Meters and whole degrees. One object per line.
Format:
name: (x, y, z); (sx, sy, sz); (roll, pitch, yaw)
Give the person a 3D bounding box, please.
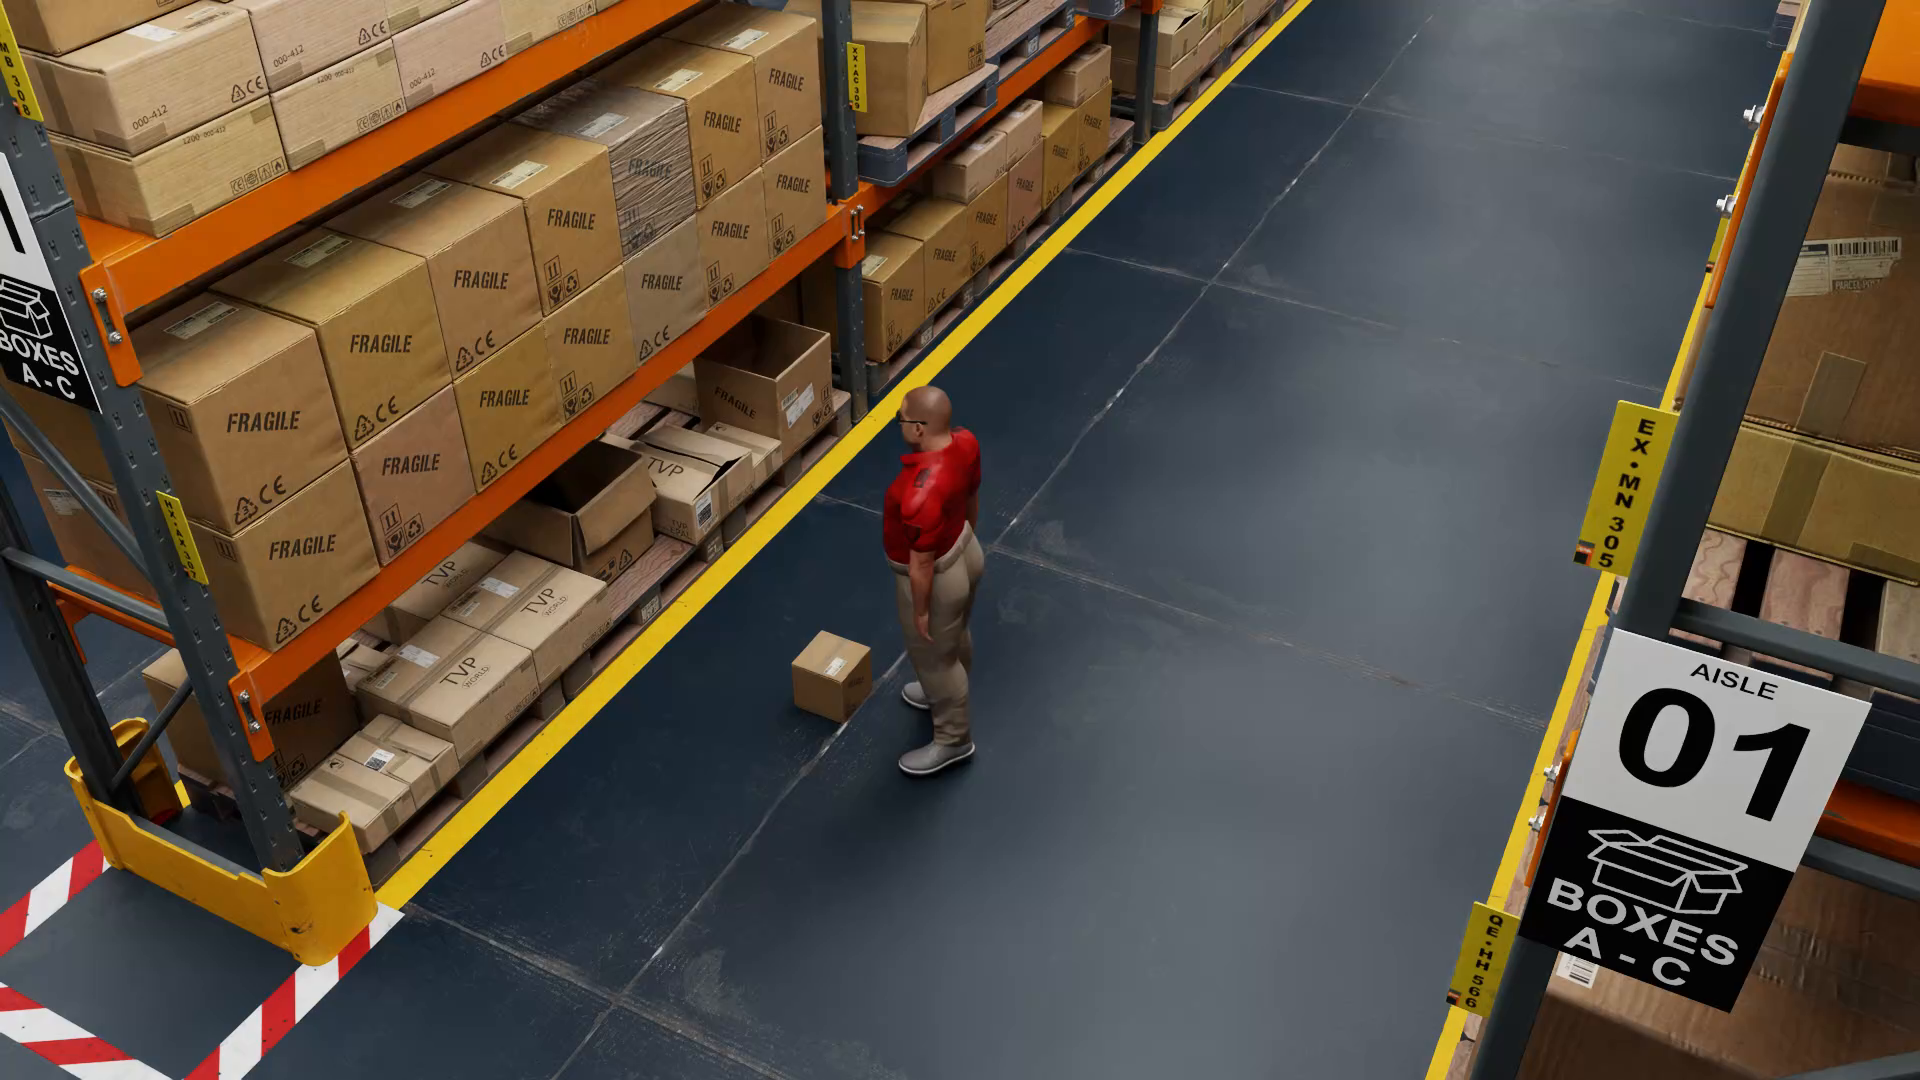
person: (-0.108, 0.128, 6.573); (0.439, 1.730, 0.593); (14, 40, 17)
